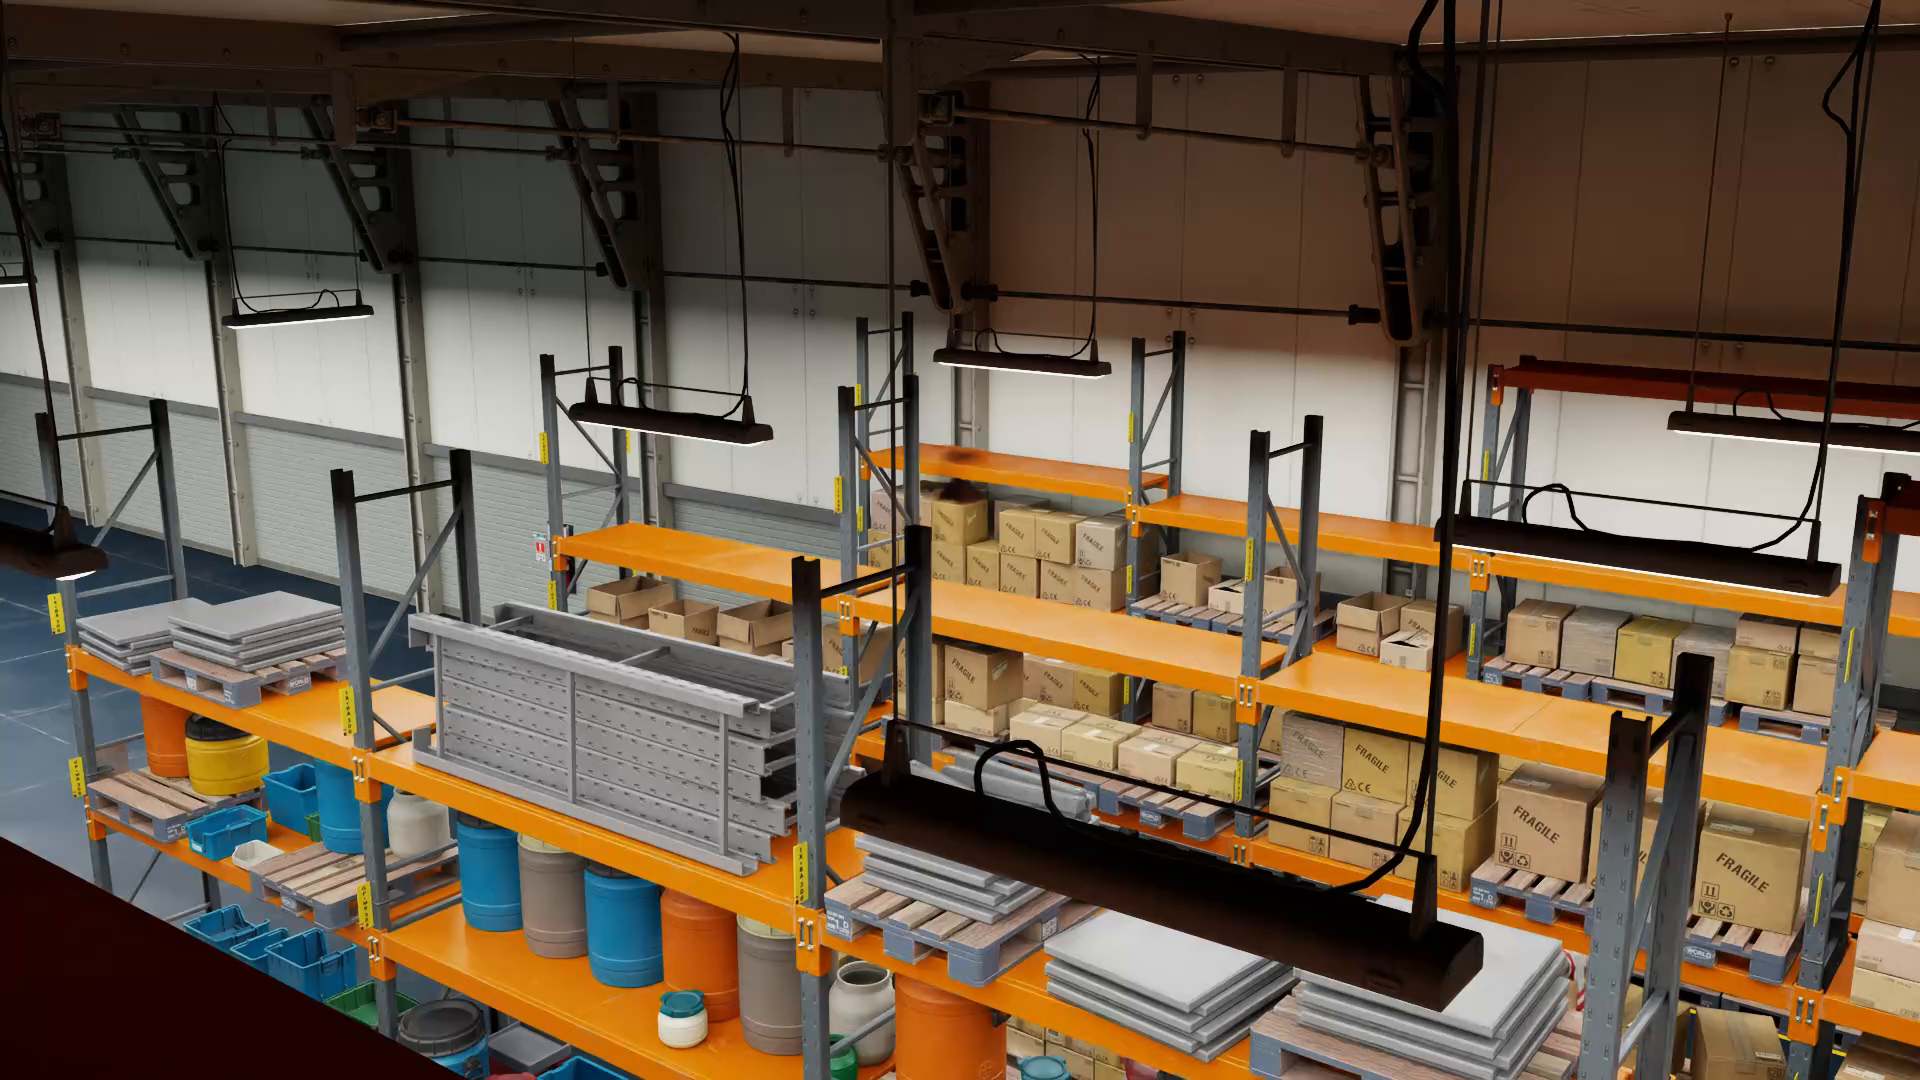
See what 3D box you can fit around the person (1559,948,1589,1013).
[{"bbox_3d":[5.145,4.020,14.227,0.876,1.813,0.615,10,16,36],"label":"person"}]
